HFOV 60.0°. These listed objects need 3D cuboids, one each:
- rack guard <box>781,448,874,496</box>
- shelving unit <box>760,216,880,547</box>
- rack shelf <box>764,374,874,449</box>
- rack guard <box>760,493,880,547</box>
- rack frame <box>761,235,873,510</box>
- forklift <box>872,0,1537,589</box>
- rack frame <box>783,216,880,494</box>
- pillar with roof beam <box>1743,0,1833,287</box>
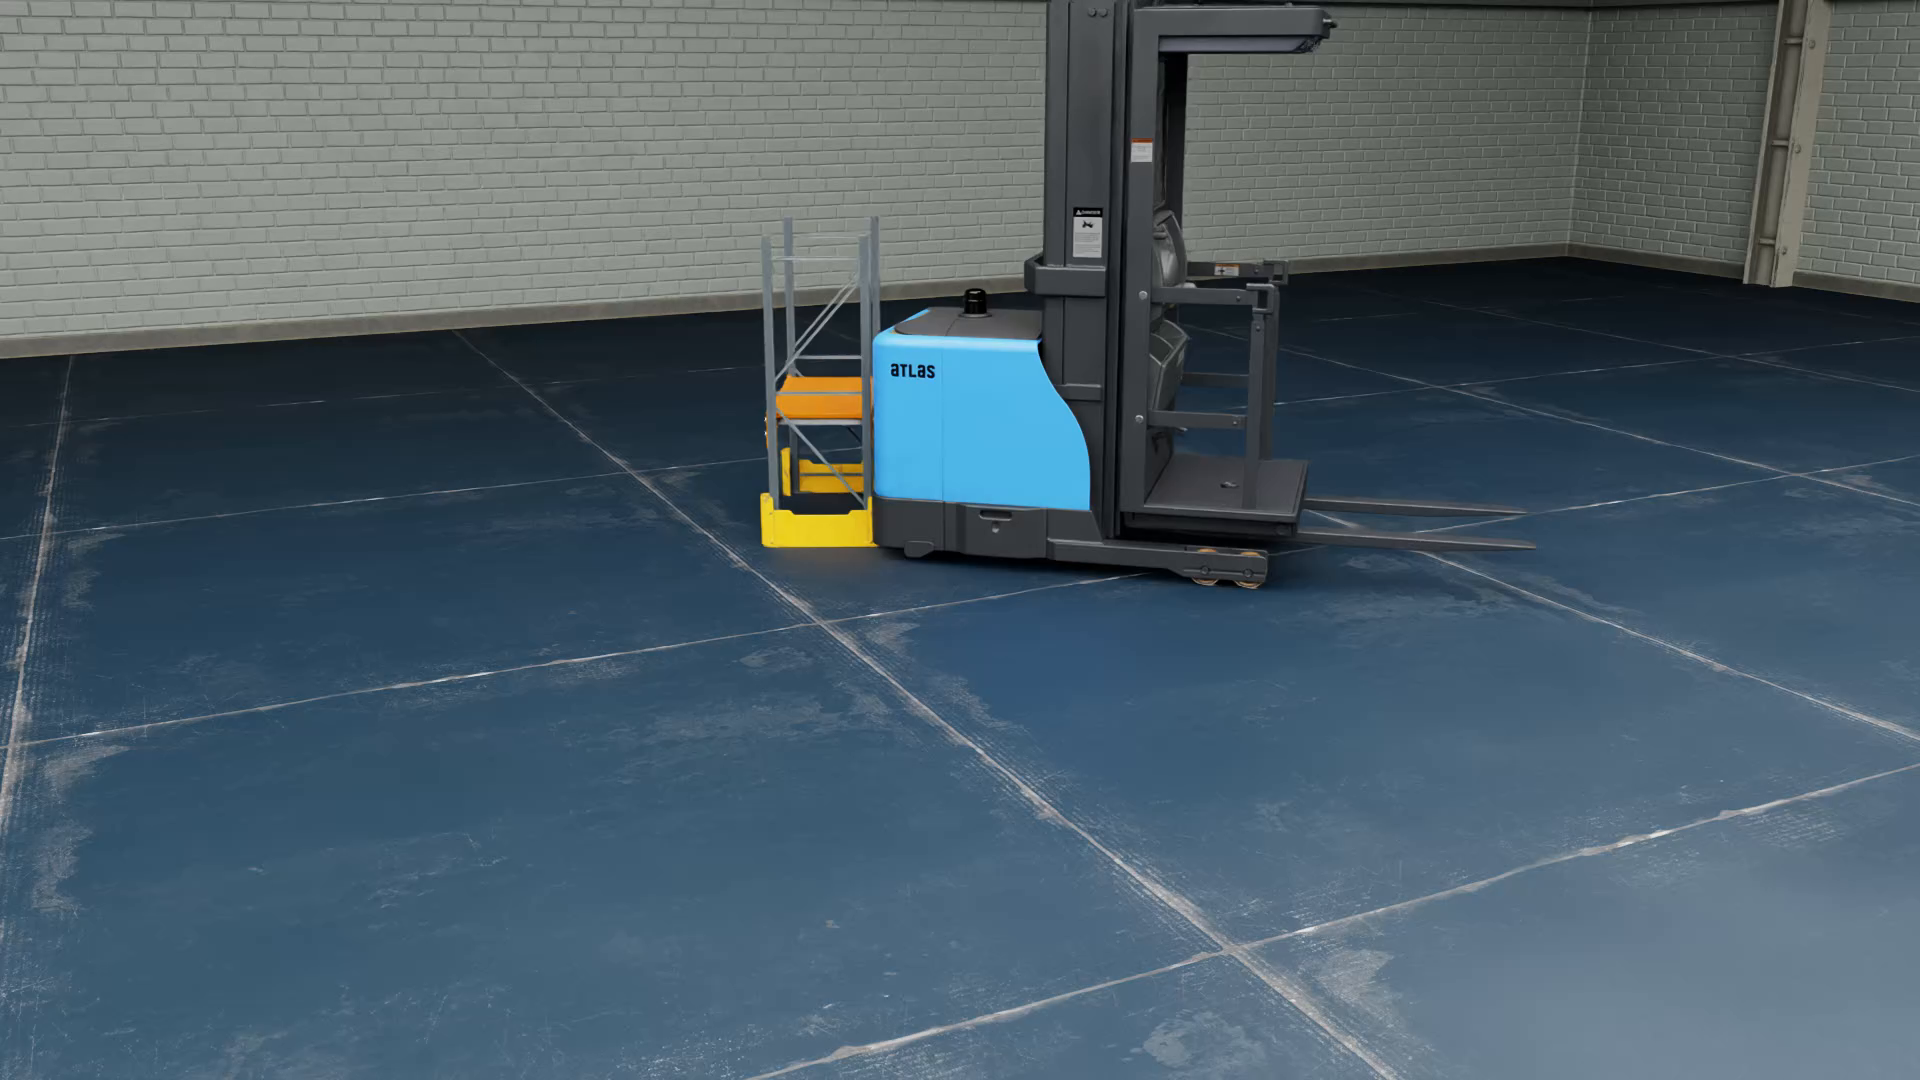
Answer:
[{"bbox_3d":[-0.677,-0.374,9.100,0.587,0.250,0.087,0,16,0],"label":"rack guard"},{"bbox_3d":[-0.677,-0.837,8.449,0.587,1.500,1.083,0,16,0],"label":"shelving unit"},{"bbox_3d":[-0.677,-0.667,8.507,0.538,0.185,1.000,0,16,0],"label":"rack shelf"},{"bbox_3d":[-0.677,-0.099,8.142,0.587,0.250,0.087,0,16,0],"label":"rack guard"},{"bbox_3d":[-0.677,-0.699,7.969,0.500,1.500,0.032,0,16,0],"label":"rack frame"},{"bbox_3d":[1.155,-1.351,7.647,3.031,2.935,1.130,4,16,14],"label":"forklift"},{"bbox_3d":[-0.677,-0.980,8.946,0.500,1.500,0.032,0,16,0],"label":"rack frame"},{"bbox_3d":[4.760,-6.535,14.708,9.100,9.000,0.400,-8,18,-25],"label":"pillar with roof beam"}]
